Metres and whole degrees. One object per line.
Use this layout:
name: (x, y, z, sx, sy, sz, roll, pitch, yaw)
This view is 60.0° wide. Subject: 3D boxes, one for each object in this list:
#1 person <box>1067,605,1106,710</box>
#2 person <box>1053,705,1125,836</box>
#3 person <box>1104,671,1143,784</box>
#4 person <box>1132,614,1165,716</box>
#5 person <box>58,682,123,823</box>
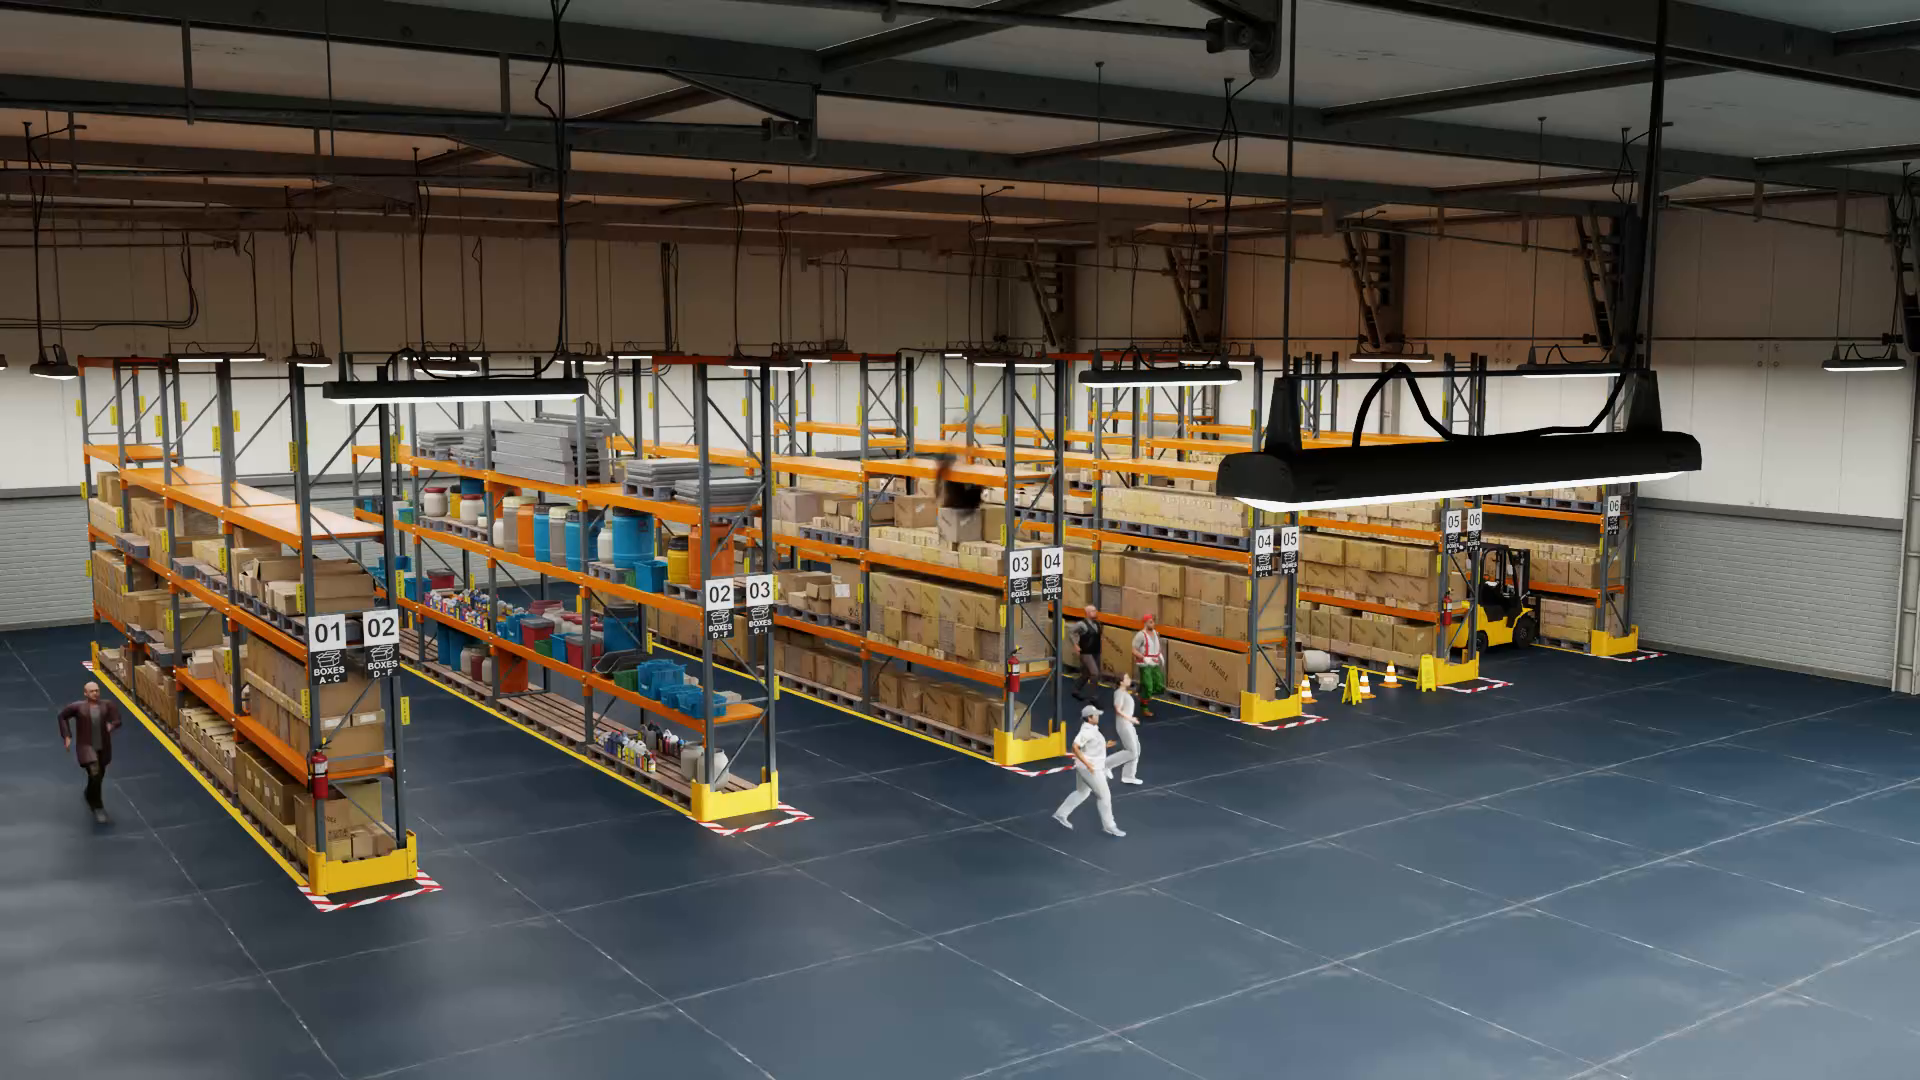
person: (2.218, 2.038, 28.658, 0.776, 1.690, 0.642, 5, 9, 37)
person: (1.658, 2.928, 21.171, 0.901, 1.676, 0.598, 0, 7, -2)
person: (2.293, 2.673, 23.658, 0.629, 1.645, 0.579, 1, 7, 4)
person: (3.166, 2.093, 27.843, 0.707, 1.742, 0.624, -5, 9, -38)
person: (-11.478, 2.783, 22.025, 0.937, 1.847, 0.647, 6, 9, 40)
